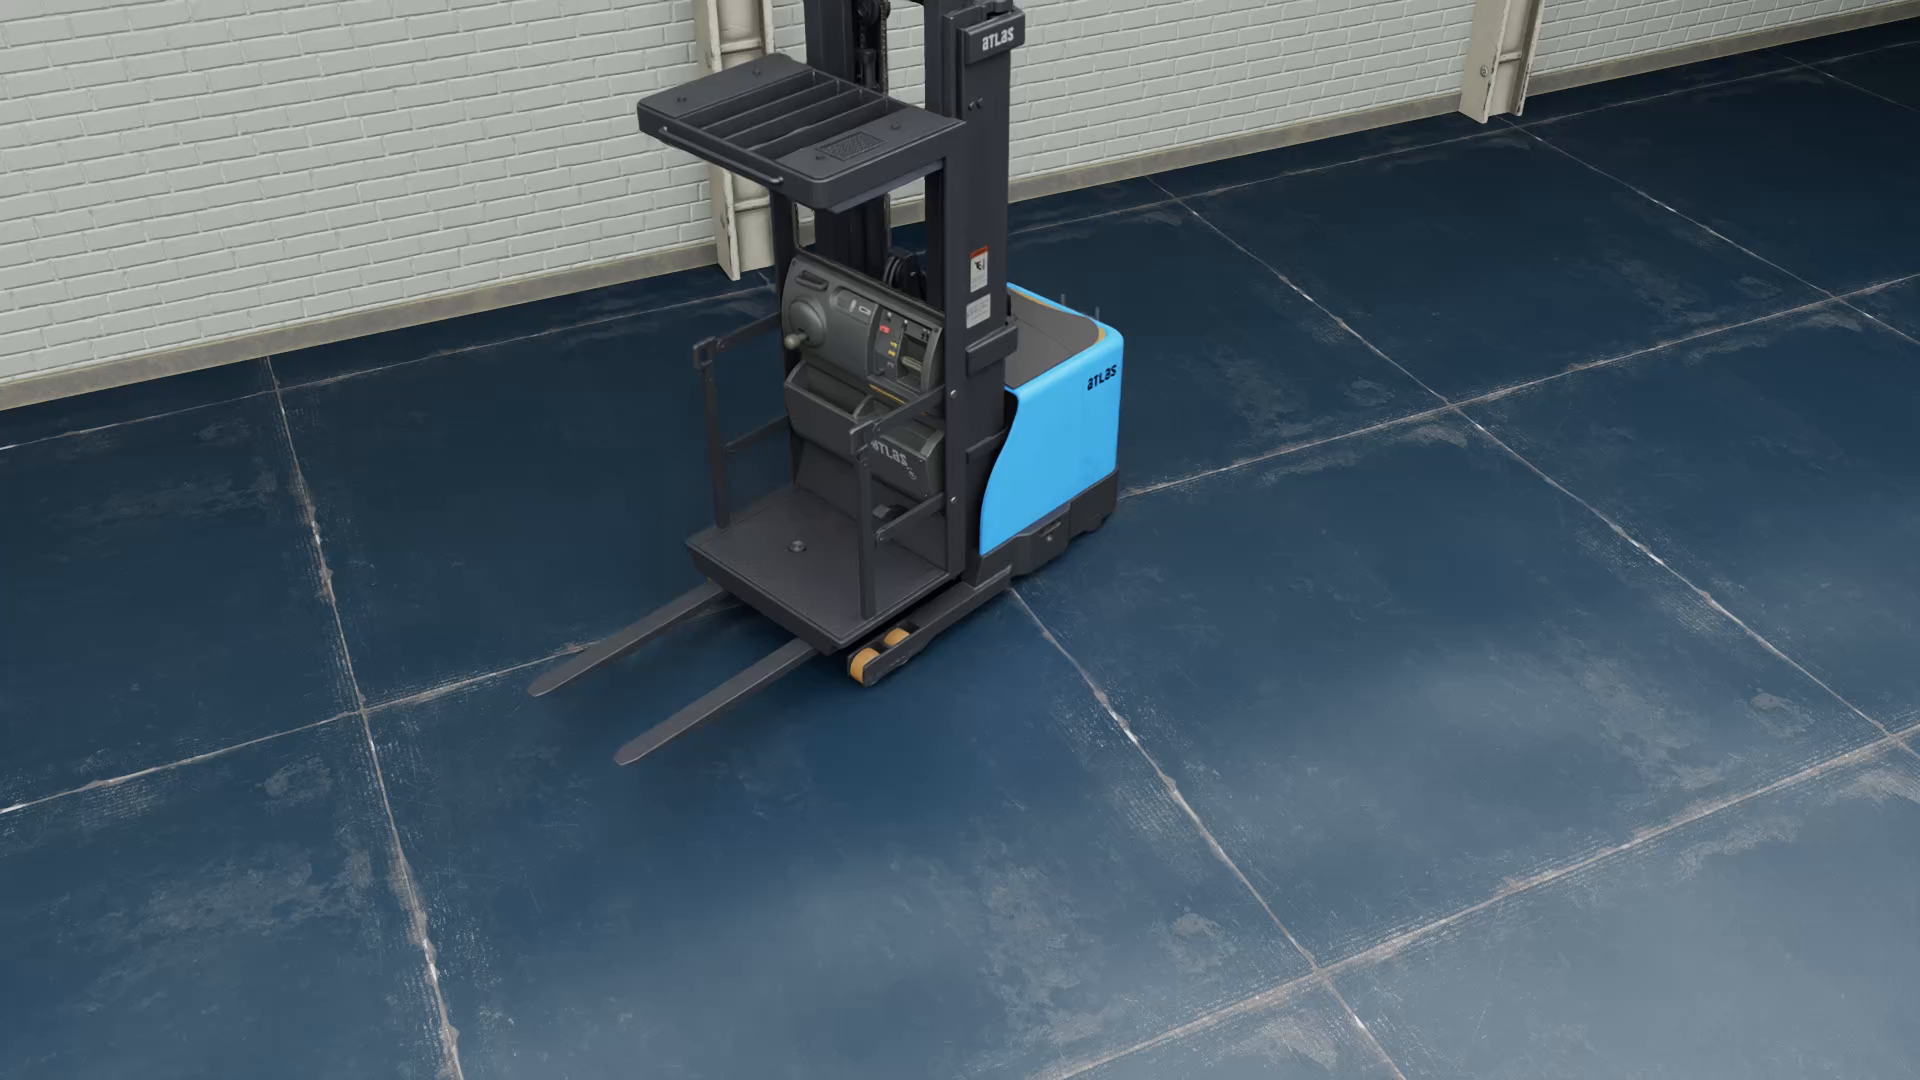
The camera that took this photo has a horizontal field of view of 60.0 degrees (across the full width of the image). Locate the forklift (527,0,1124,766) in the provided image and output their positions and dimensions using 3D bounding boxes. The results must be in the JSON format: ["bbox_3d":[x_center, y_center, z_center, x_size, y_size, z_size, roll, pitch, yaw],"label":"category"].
[{"bbox_3d":[-0.580,-0.868,7.103,1.130,2.935,3.031,30,46,34],"label":"forklift"}]

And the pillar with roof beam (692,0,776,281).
[{"bbox_3d":[0.488,-3.083,4.995,0.400,9.000,9.100,-16,39,-20],"label":"pillar with roof beam"}]

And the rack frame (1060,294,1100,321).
[{"bbox_3d":[0.590,-0.849,8.785,0.240,0.900,0.006,26,38,31],"label":"rack frame"}]

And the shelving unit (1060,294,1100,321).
[{"bbox_3d":[0.526,-0.810,8.716,0.258,0.900,0.210,26,38,31],"label":"shelving unit"}]

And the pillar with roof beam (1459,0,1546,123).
[{"bbox_3d":[5.919,-4.601,7.043,0.400,9.000,9.100,-16,39,-20],"label":"pillar with roof beam"}]
